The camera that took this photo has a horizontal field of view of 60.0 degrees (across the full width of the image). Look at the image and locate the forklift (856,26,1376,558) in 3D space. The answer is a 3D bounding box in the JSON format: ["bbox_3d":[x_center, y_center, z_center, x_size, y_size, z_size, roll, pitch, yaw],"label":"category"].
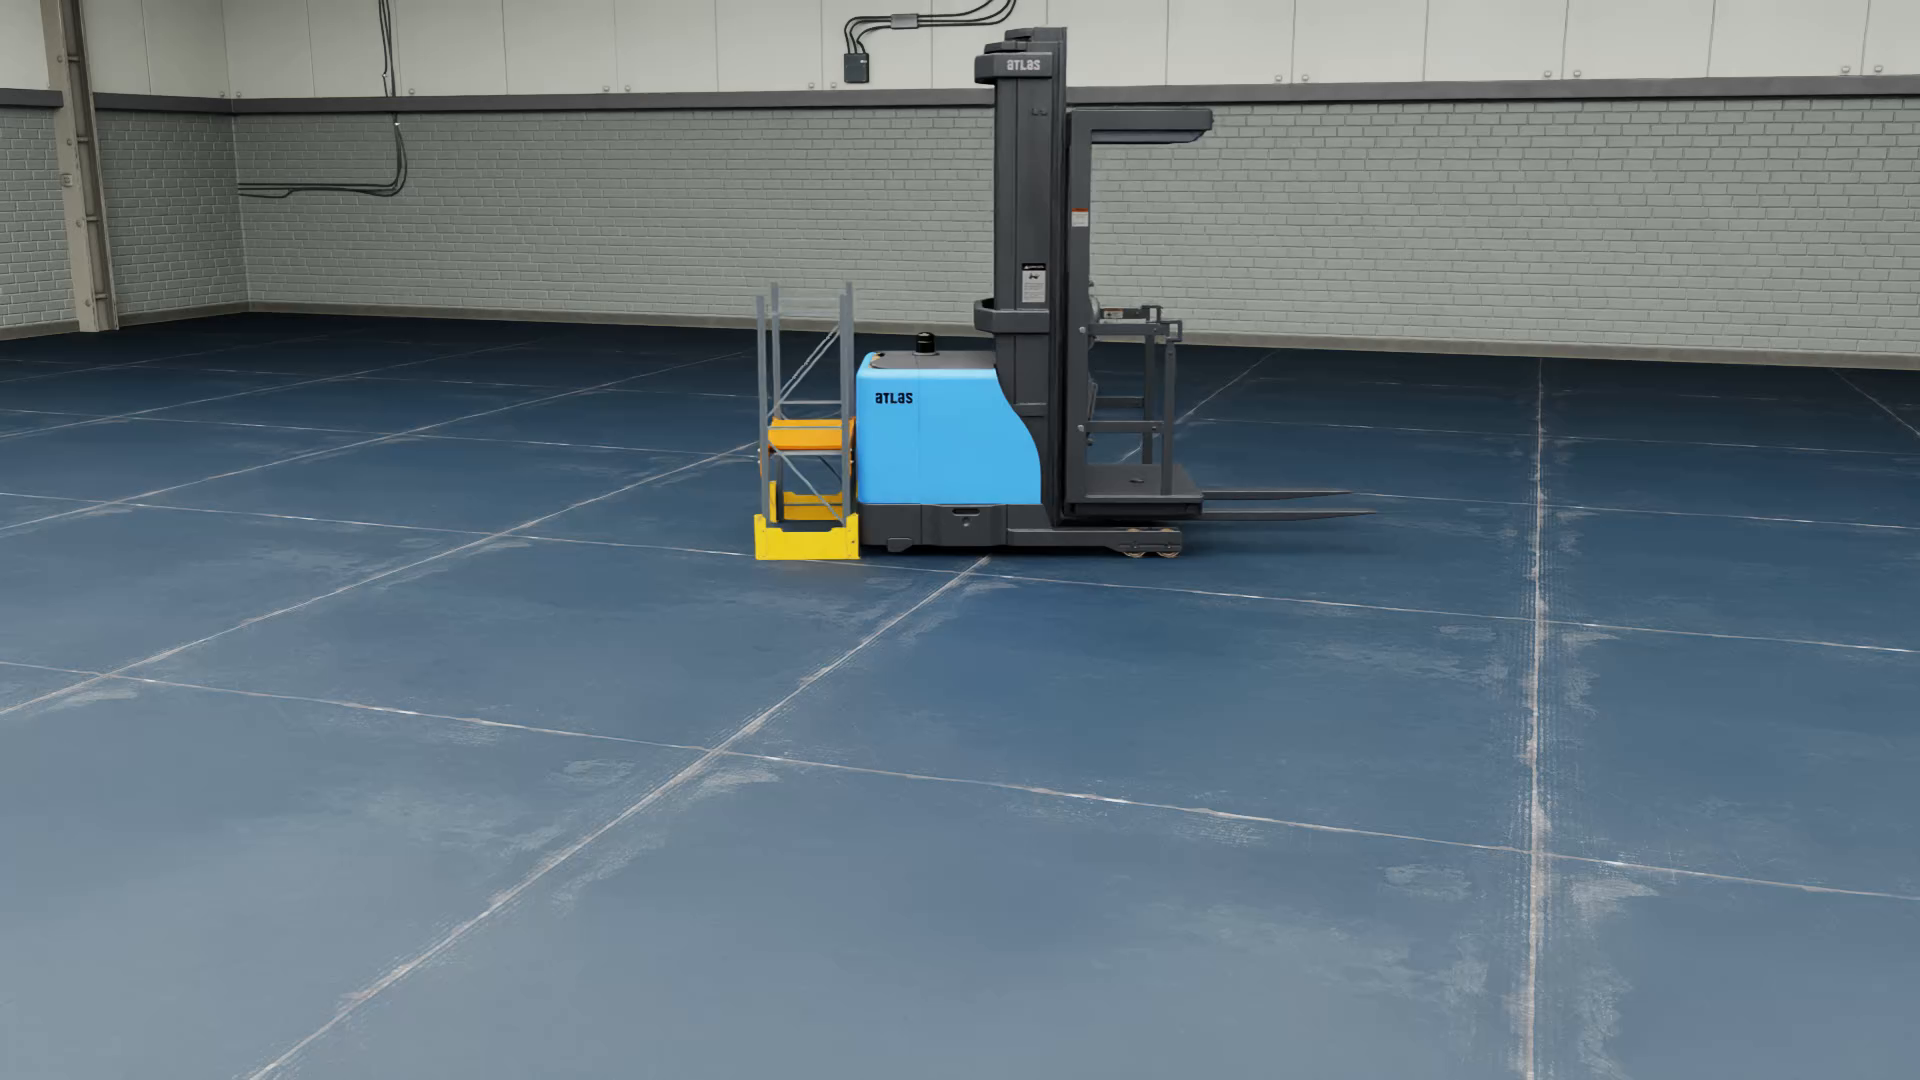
[{"bbox_3d":[0.913,-1.446,9.737,3.031,2.935,1.130,0,13,0],"label":"forklift"}]

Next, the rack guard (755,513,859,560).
[{"bbox_3d":[-0.875,-0.019,9.511,0.587,0.250,0.087,0,13,-2],"label":"rack guard"}]

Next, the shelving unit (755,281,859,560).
[{"bbox_3d":[-0.891,-0.739,9.857,0.587,1.500,1.083,0,13,-2],"label":"shelving unit"}]

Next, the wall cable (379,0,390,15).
[{"bbox_3d":[-6.794,-8.481,22.551,3.097,2.526,0.112,4,14,18],"label":"wall cable"}]

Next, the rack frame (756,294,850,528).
[{"bbox_3d":[-0.875,-0.628,9.371,0.500,1.500,0.032,0,13,-2],"label":"rack frame"}]

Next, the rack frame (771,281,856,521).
[{"bbox_3d":[-0.908,-0.855,10.361,0.500,1.500,0.032,0,13,-2],"label":"rack frame"}]

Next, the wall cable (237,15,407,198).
[{"bbox_3d":[-9.354,-6.214,23.967,3.097,2.526,0.112,4,14,18],"label":"wall cable"}]

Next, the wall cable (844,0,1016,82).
[{"bbox_3d":[-0.377,-8.699,20.234,2.305,6.003,0.169,4,14,18],"label":"wall cable"}]

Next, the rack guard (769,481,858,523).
[{"bbox_3d":[-0.907,-0.241,10.481,0.587,0.250,0.087,0,13,-2],"label":"rack guard"}]

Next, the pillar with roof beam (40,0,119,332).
[{"bbox_3d":[-7.485,-6.892,19.963,9.100,9.000,0.400,4,14,18],"label":"pillar with roof beam"}]

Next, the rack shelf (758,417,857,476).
[{"bbox_3d":[-0.892,-0.566,9.906,0.538,0.185,1.000,0,13,-2],"label":"rack shelf"}]
